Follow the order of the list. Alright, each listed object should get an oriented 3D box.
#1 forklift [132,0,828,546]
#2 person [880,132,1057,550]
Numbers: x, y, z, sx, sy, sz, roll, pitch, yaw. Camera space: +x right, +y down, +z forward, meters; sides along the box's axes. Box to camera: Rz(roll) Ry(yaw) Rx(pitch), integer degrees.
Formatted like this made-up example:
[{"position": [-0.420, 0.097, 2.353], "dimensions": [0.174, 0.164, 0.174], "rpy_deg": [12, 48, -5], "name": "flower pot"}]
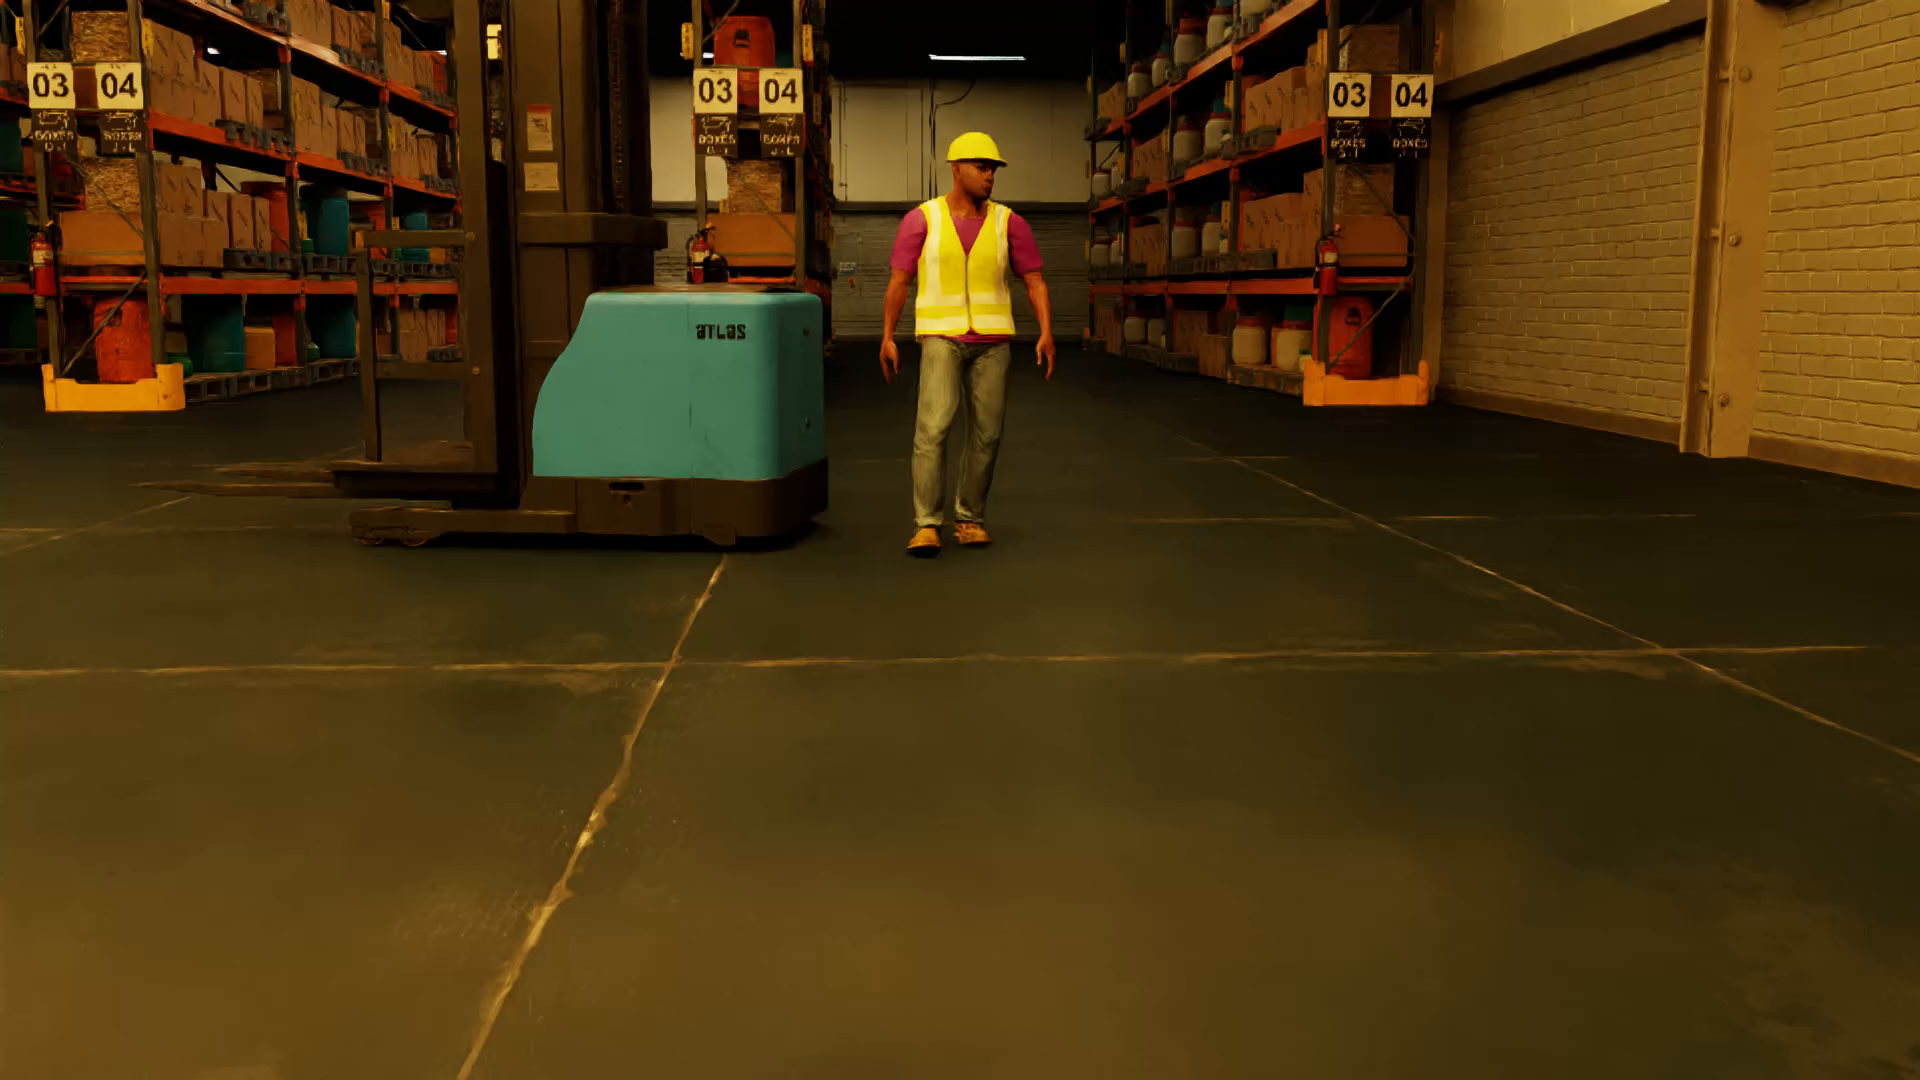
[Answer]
[{"position": [-2.182, -1.497, 7.414], "dimensions": [3.031, 2.935, 1.130], "rpy_deg": [1, 9, 8], "name": "forklift"}, {"position": [0.041, -0.831, 7.000], "dimensions": [0.723, 1.754, 0.596], "rpy_deg": [-2, 9, -11], "name": "person"}]
